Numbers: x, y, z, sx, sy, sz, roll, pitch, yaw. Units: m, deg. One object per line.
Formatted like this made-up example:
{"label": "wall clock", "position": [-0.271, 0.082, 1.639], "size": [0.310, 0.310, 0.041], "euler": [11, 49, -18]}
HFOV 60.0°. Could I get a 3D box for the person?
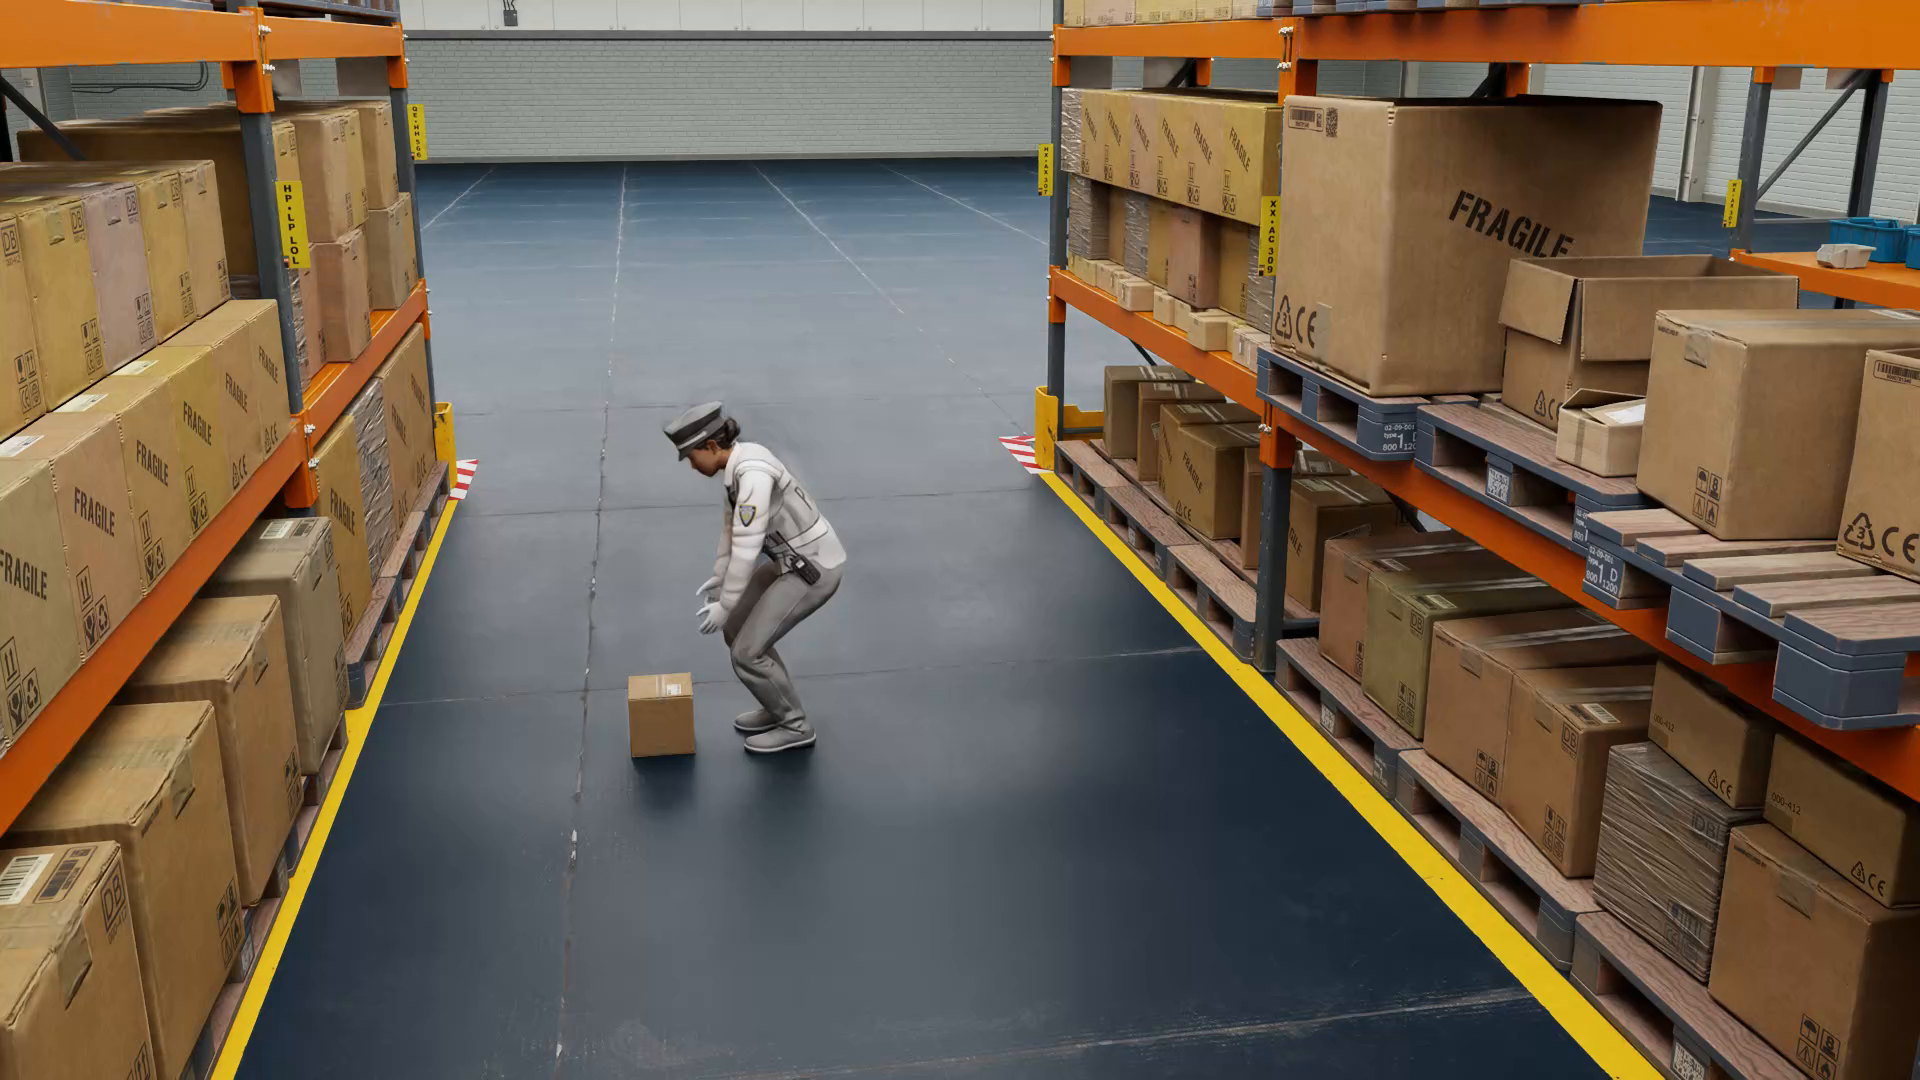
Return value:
{"label": "person", "position": [-0.801, 0.105, 6.536], "size": [0.675, 1.333, 0.445], "euler": [-3, 17, -10]}
